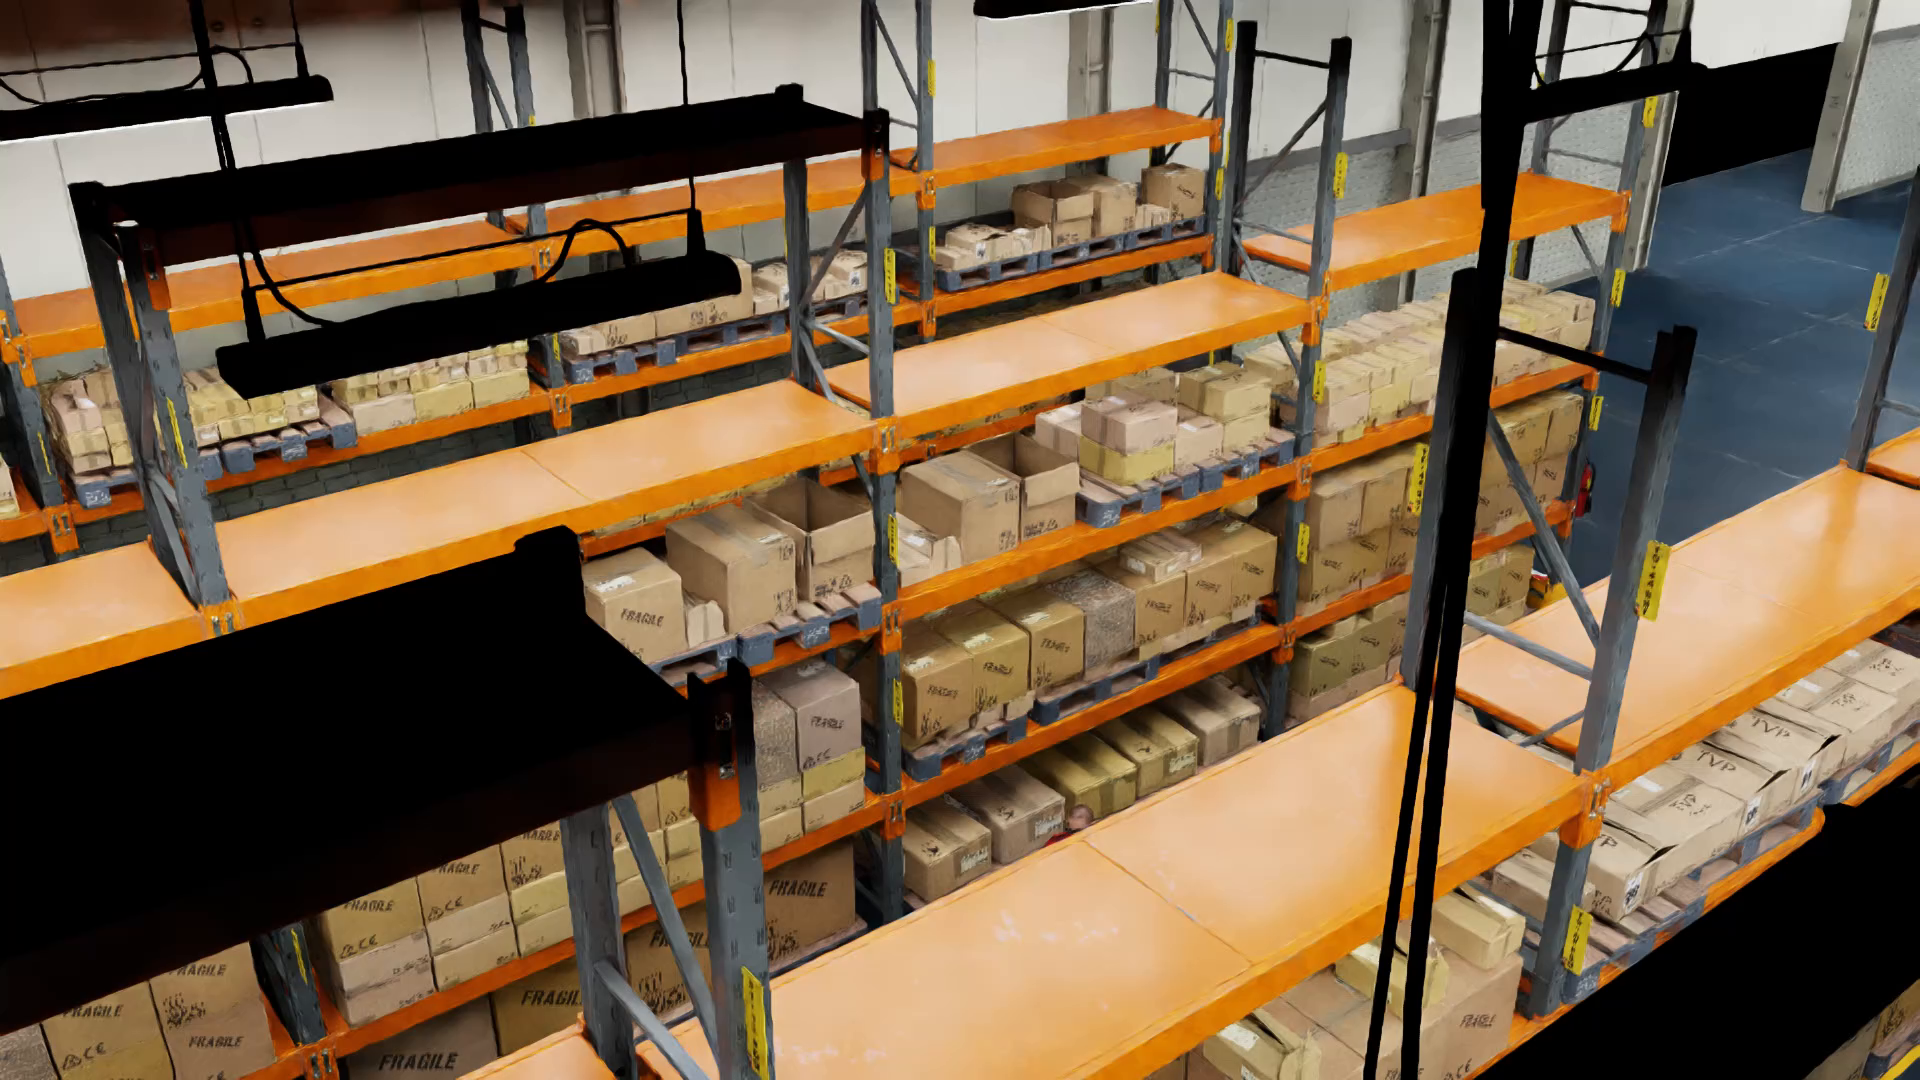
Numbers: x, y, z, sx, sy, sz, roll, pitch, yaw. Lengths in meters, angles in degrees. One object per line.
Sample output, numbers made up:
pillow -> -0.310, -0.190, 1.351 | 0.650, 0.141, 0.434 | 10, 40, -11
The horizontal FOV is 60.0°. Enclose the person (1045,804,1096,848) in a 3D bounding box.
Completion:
person -> 0.783, 2.498, 11.019 | 0.652, 1.719, 0.591 | -5, 27, -11
